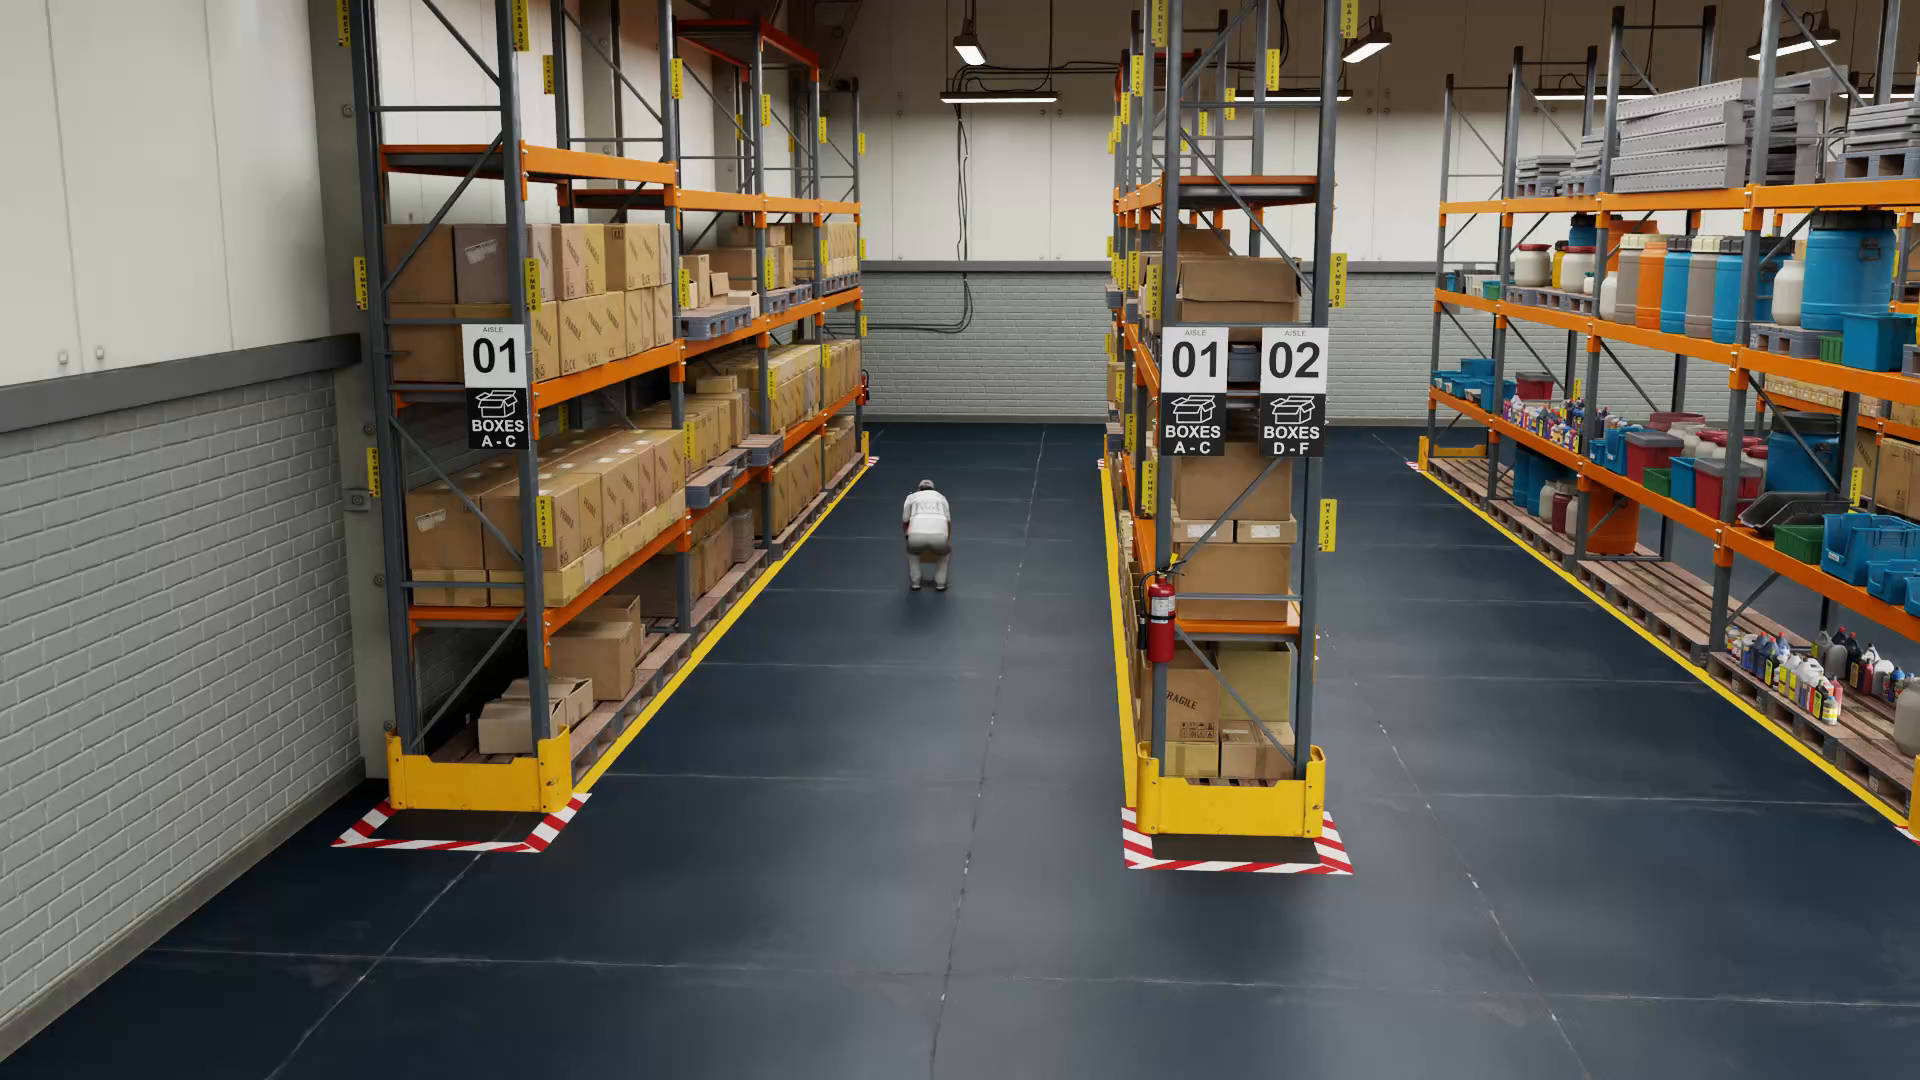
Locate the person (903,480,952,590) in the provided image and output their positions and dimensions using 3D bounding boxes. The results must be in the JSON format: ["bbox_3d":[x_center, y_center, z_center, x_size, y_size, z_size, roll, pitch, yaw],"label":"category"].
[{"bbox_3d":[-0.357,-0.049,17.676,0.537,1.108,0.808,1,11,4],"label":"person"}]
